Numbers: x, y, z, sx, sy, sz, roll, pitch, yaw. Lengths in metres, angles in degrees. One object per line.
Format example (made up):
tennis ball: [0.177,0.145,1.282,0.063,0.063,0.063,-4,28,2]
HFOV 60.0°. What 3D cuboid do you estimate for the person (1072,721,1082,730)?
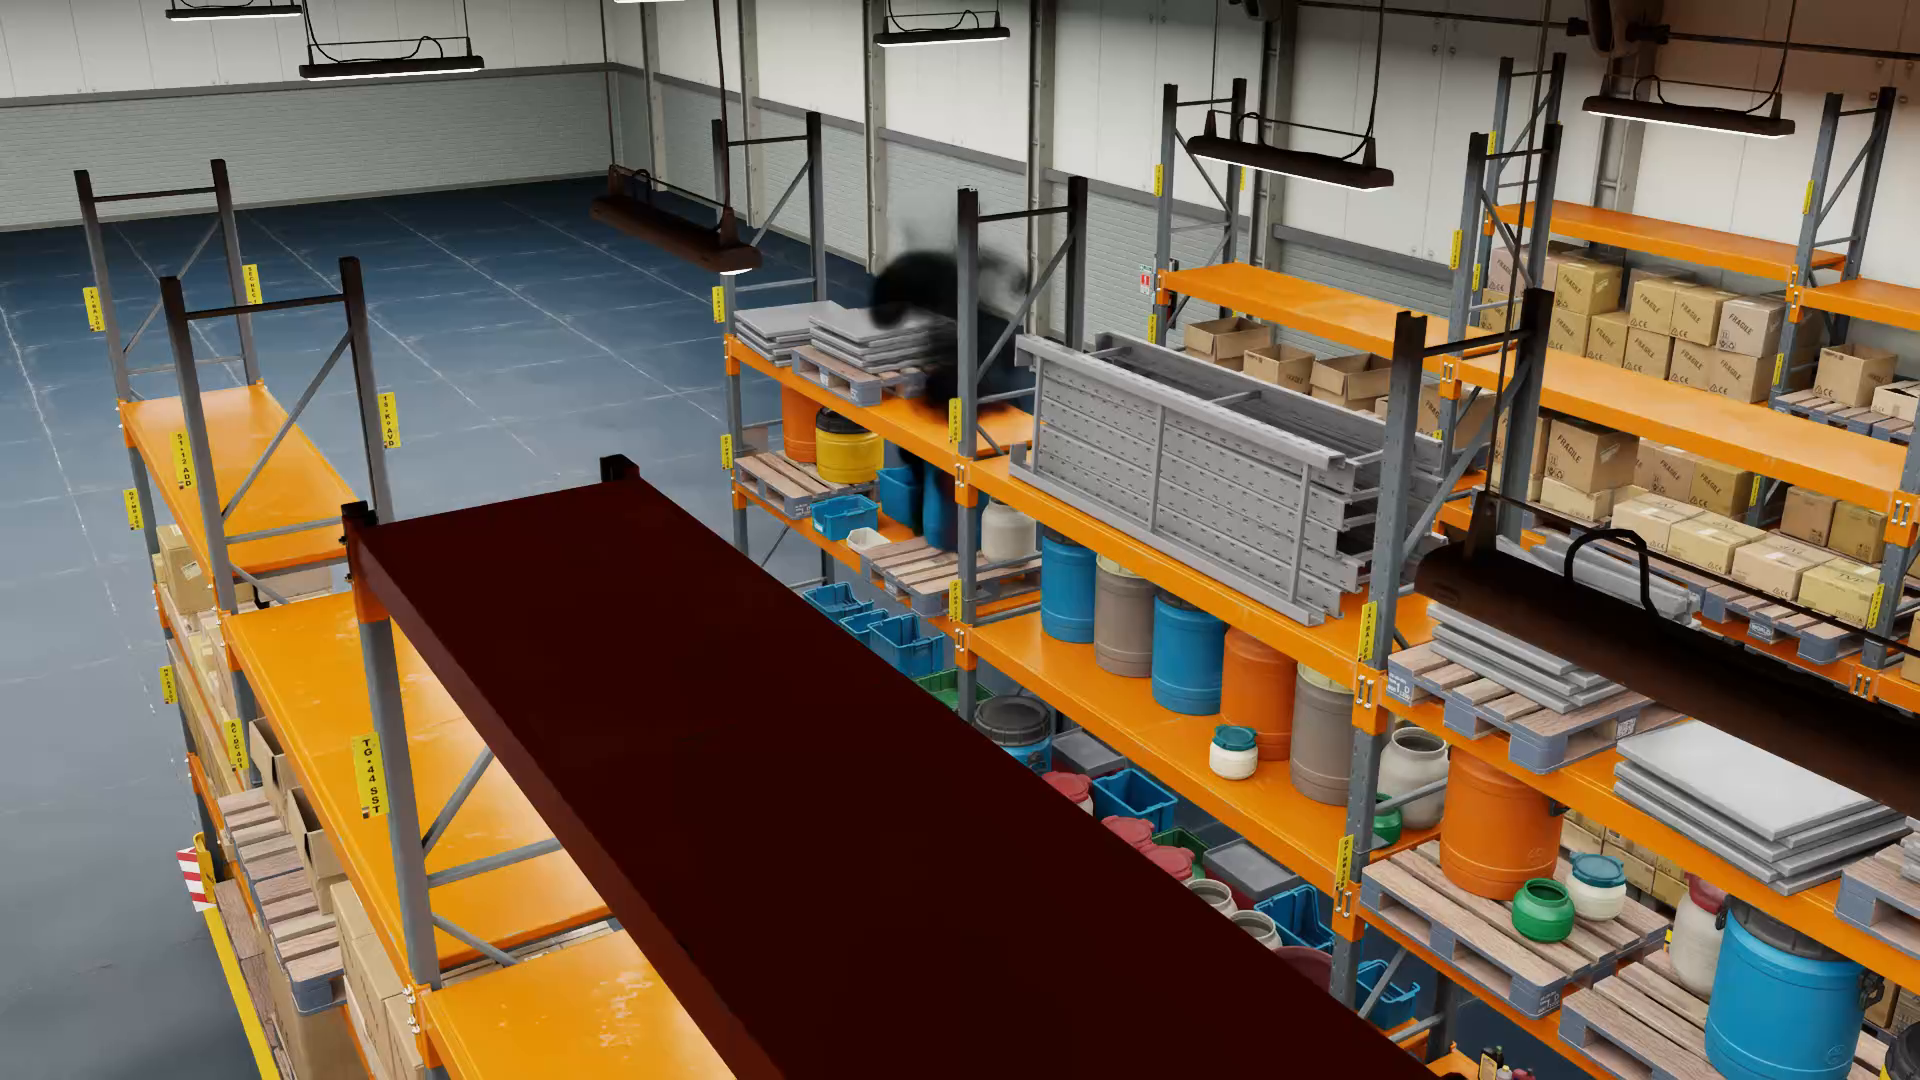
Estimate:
person: [1.089,1.286,14.973,0.694,1.797,0.899,-15,26,-32]
